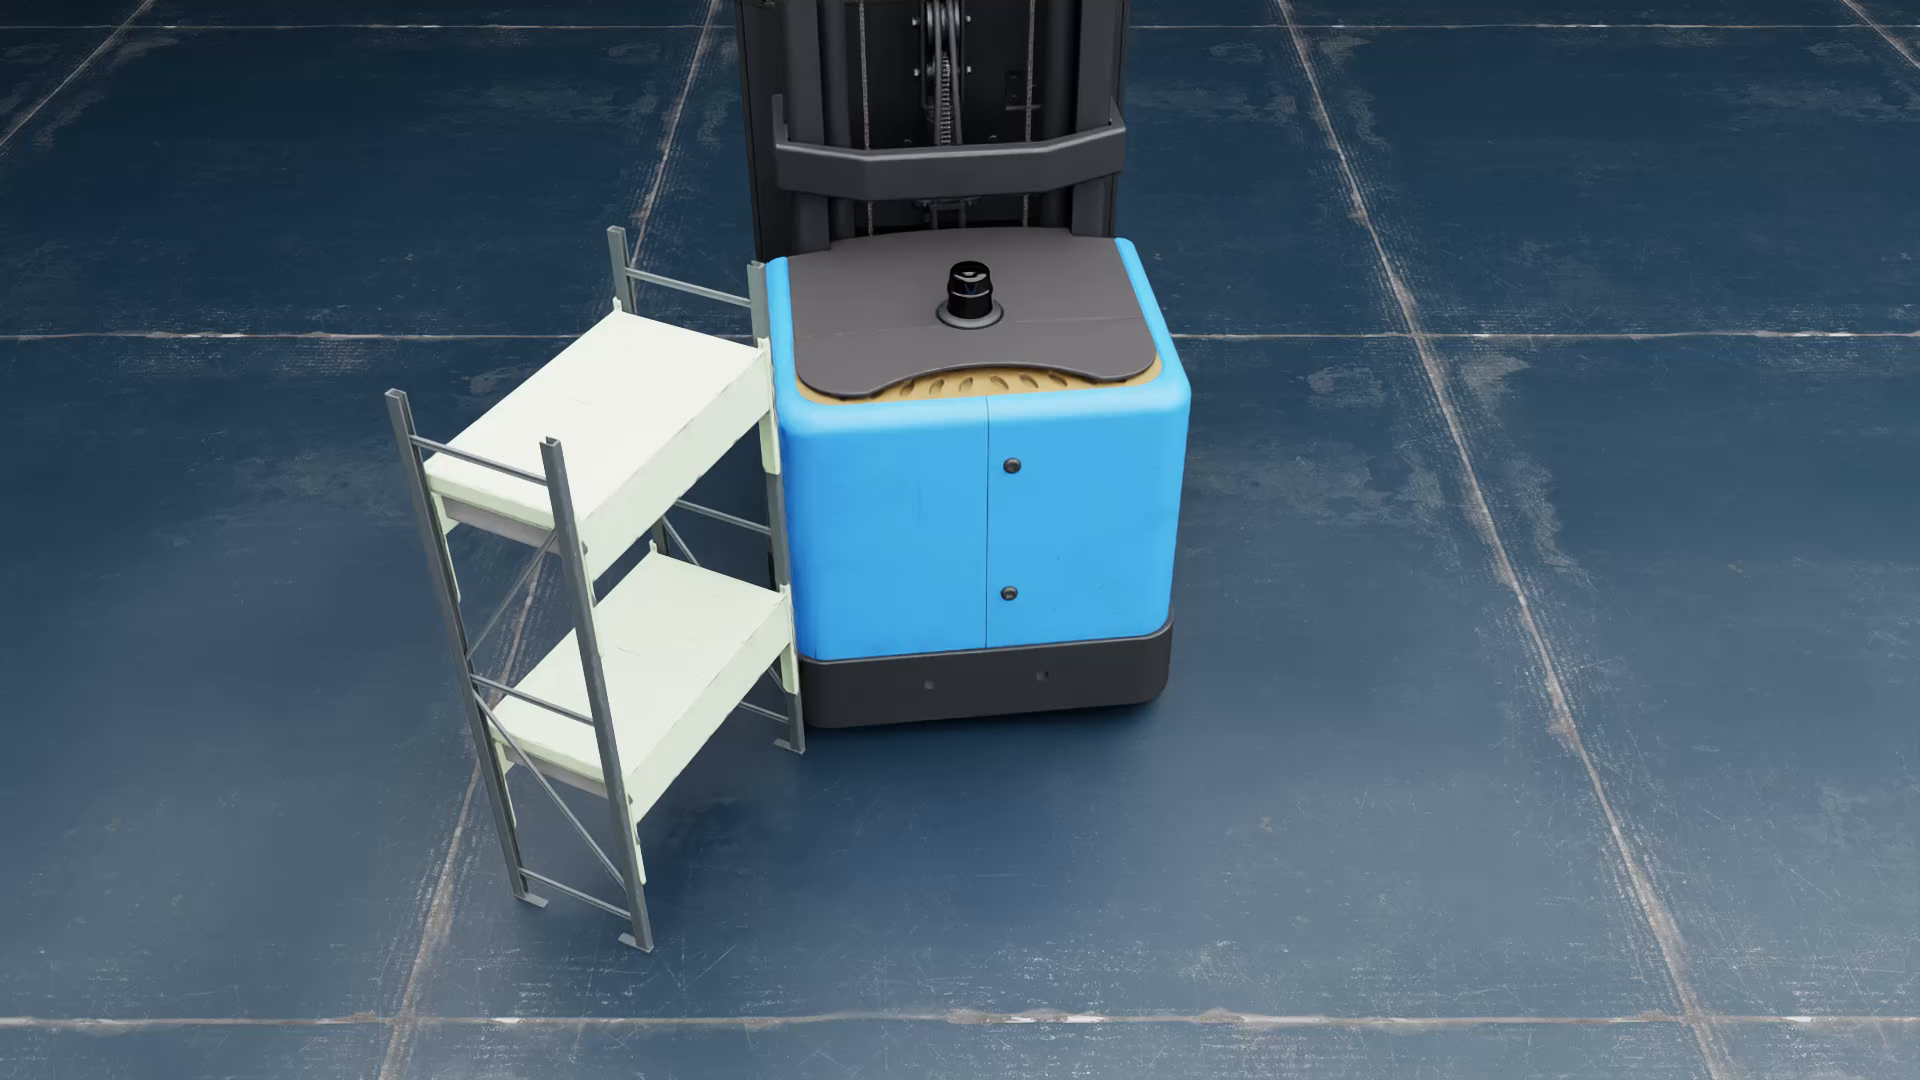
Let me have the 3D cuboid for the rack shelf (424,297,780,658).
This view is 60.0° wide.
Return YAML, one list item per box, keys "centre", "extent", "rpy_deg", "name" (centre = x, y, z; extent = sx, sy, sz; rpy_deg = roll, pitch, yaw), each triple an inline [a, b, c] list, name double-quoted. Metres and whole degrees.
- centre: [-0.765, -0.159, 3.625]
  extent: [0.431, 0.370, 0.720]
  rpy_deg: [17, 42, 20]
  name: "rack shelf"

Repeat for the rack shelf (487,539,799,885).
- centre: [-0.765, 0.400, 4.073]
  extent: [0.431, 0.370, 0.720]
  rpy_deg: [17, 42, 20]
  name: "rack shelf"

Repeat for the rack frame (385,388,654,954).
- centre: [-0.924, 0.352, 3.612]
  extent: [0.400, 1.500, 0.023]
  rpy_deg: [17, 42, 20]
  name: "rack frame"

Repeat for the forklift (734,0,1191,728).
- centre: [-0.104, -1.549, 4.839]
  extent: [1.130, 2.935, 3.031]
  rpy_deg: [-4, 39, -5]
  name: "forklift"

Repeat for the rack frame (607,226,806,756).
- centre: [-0.605, -0.060, 4.126]
  extent: [0.400, 1.500, 0.023]
  rpy_deg: [17, 42, 20]
  name: "rack frame"

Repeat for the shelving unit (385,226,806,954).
- centre: [-0.765, 0.146, 3.869]
  extent: [0.431, 1.500, 0.755]
  rpy_deg: [17, 42, 20]
  name: "shelving unit"
